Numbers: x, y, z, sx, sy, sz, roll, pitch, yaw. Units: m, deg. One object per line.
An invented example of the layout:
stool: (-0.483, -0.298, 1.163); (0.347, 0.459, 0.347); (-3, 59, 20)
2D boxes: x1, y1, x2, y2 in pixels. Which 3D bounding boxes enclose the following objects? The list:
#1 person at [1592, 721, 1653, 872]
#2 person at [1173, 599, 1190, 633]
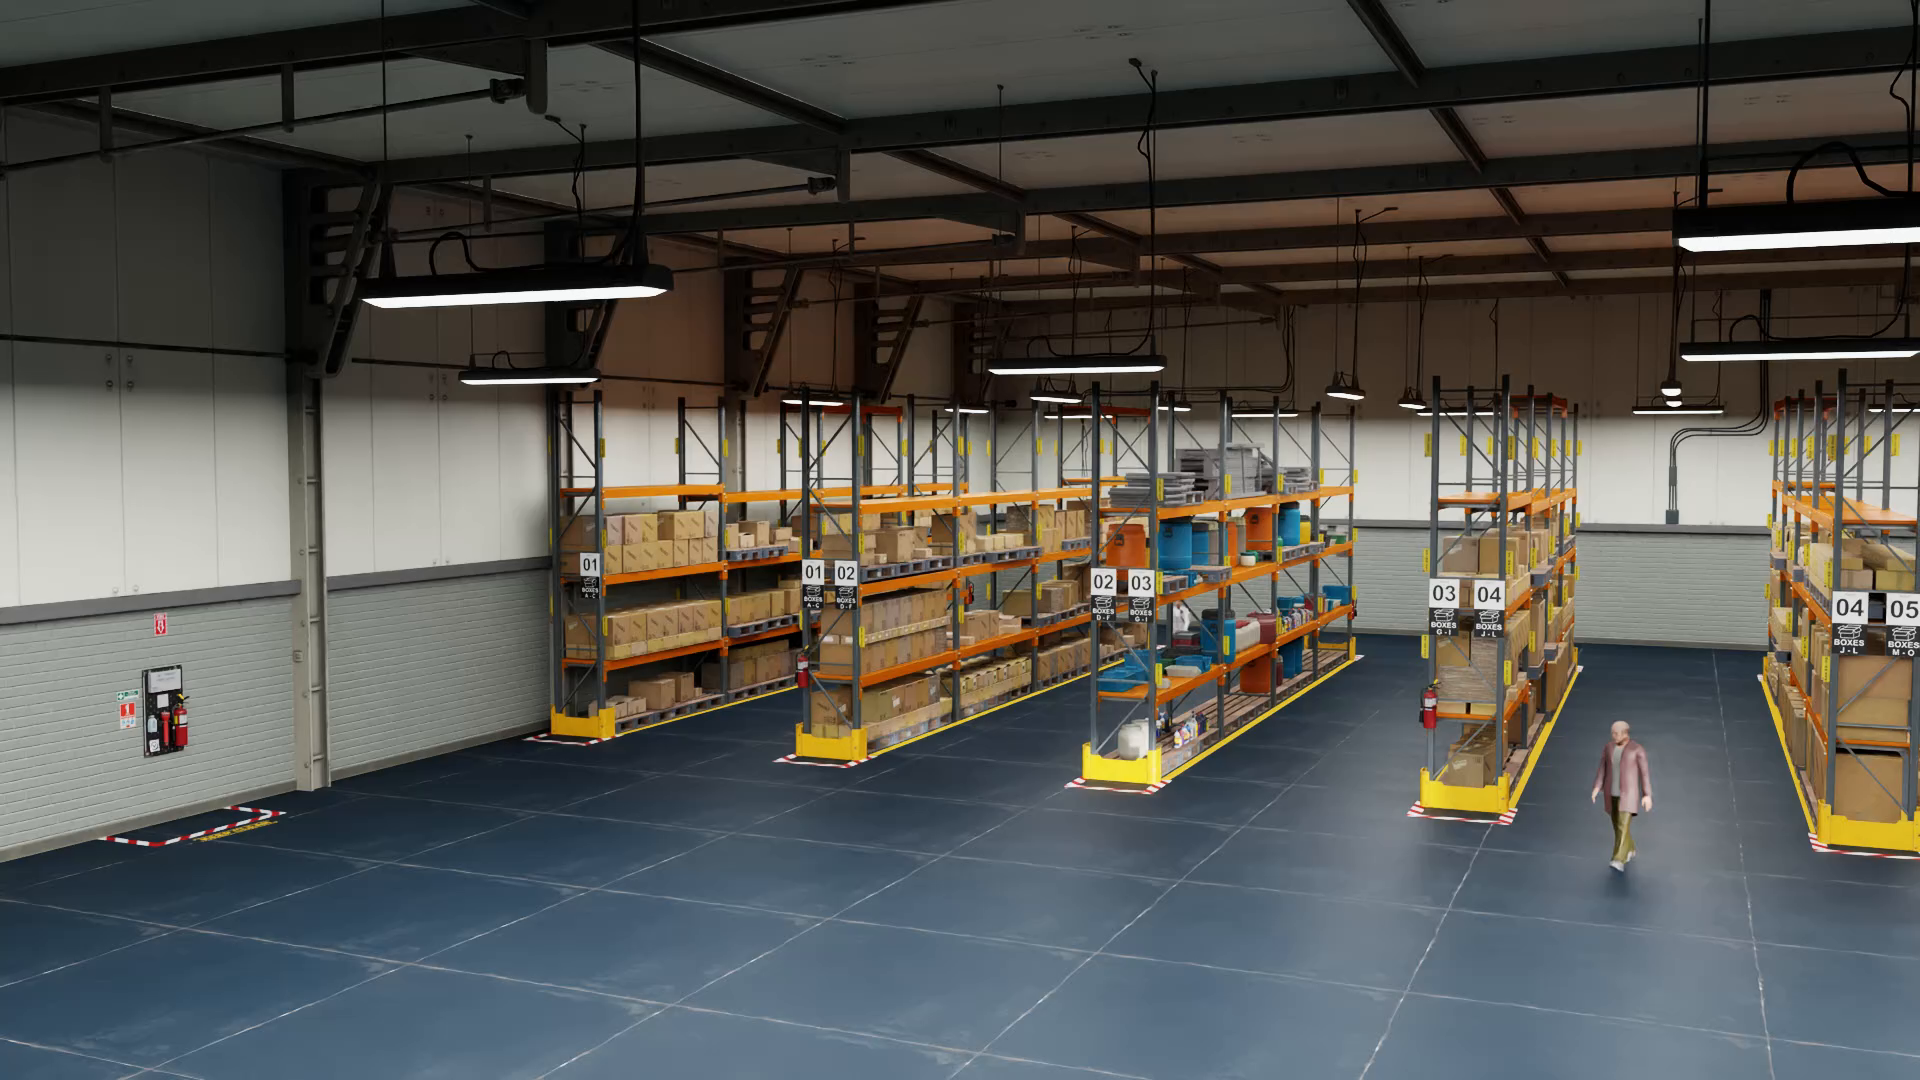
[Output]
person: (7.871, 3.032, 19.862); (0.981, 1.742, 0.649); (-2, 4, -34)
person: (4.989, 2.064, 37.935); (0.504, 1.614, 1.046); (1, 3, 18)
